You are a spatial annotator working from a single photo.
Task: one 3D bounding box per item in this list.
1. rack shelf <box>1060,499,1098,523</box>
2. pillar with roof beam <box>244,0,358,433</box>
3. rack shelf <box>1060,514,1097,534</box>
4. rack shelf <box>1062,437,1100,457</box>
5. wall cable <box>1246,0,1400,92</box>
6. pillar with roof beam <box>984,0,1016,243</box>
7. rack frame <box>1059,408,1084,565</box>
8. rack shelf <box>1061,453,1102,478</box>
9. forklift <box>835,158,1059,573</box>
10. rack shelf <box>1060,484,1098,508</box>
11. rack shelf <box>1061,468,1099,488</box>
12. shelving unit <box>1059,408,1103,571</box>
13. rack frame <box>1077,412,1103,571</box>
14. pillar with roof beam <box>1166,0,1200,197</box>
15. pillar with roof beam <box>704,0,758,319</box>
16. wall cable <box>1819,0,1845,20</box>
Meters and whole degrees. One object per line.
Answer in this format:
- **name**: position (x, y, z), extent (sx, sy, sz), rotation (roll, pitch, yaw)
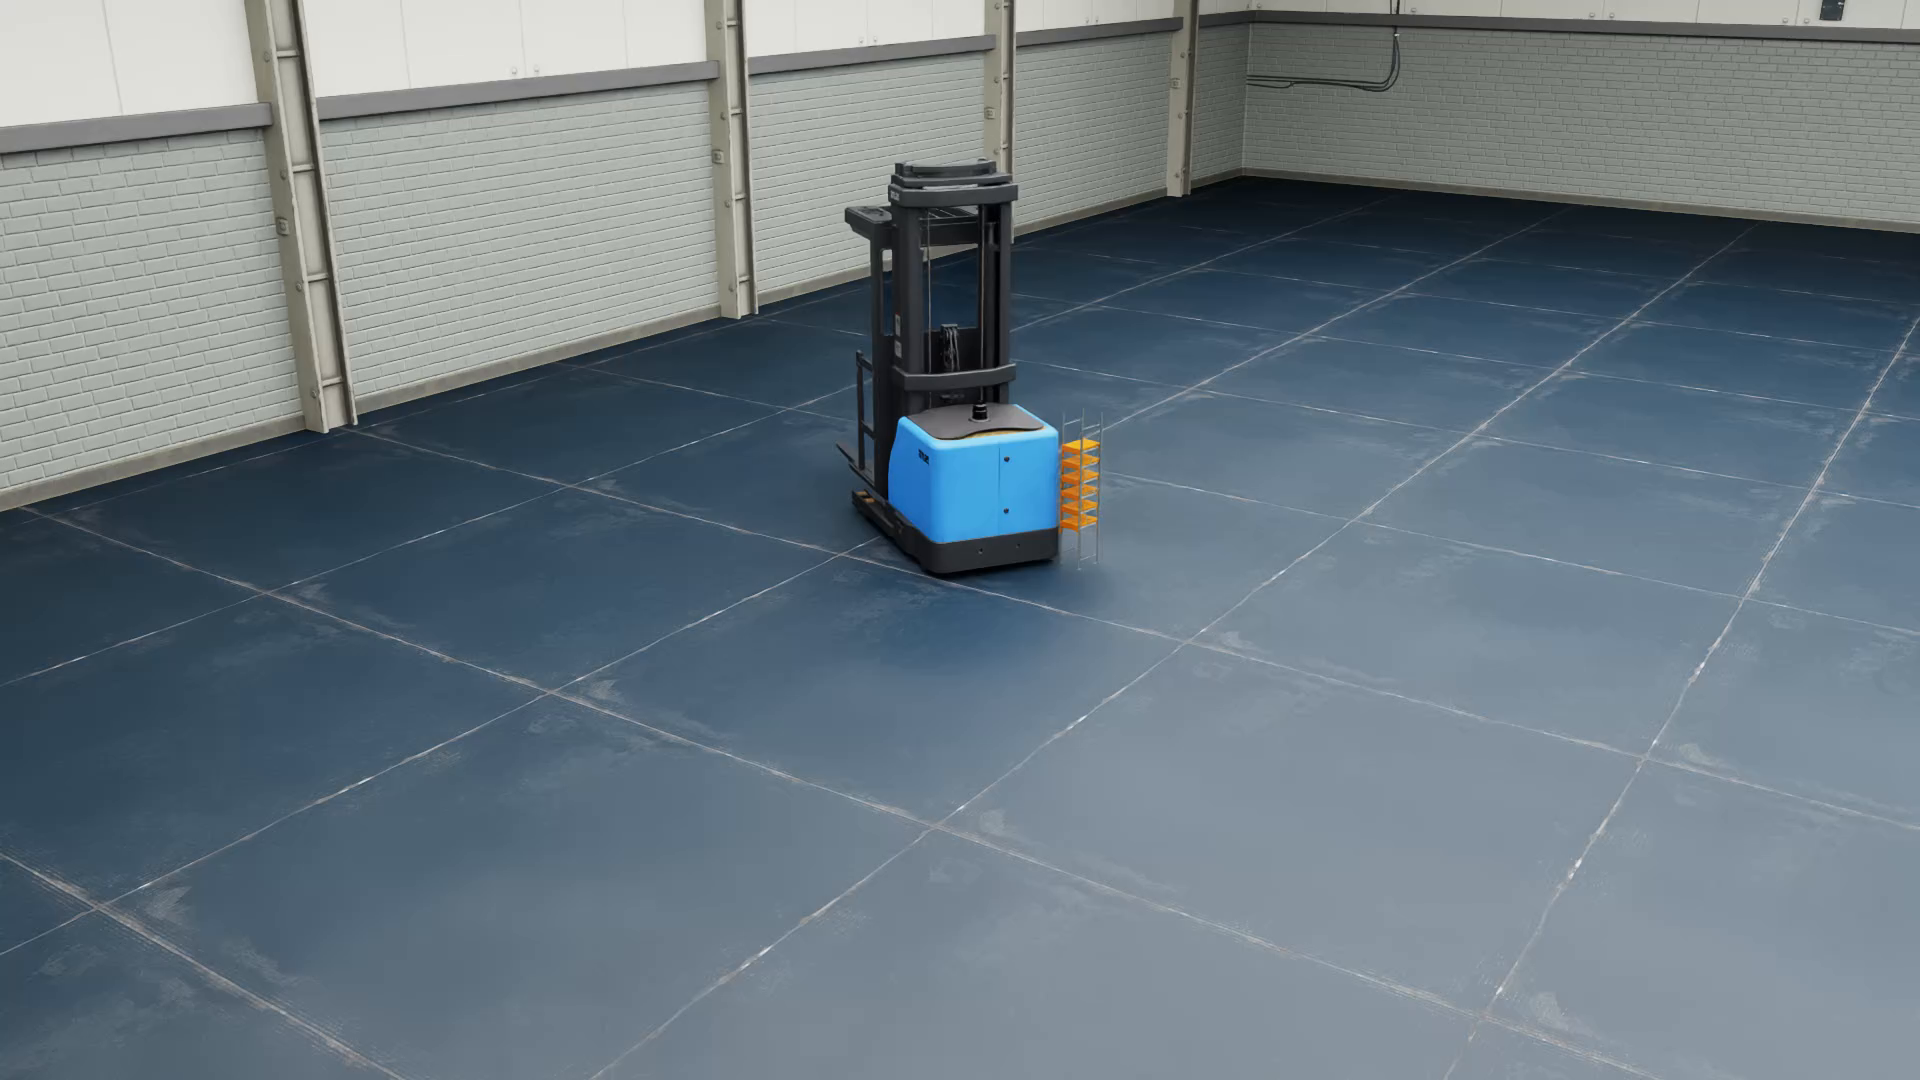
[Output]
- **rack shelf**: position (0.912, -0.226, 12.620), extent (0.180, 0.103, 0.258), rotation (19, 28, 41)
- **pillar with roof beam**: position (-2.594, -4.497, 12.451), extent (9.100, 9.000, 0.400), rotation (13, 24, 32)
- **rack shelf**: position (0.912, -0.113, 12.662), extent (0.180, 0.103, 0.258), rotation (19, 28, 41)
- **rack shelf**: position (0.912, -0.676, 12.454), extent (0.180, 0.103, 0.258), rotation (19, 28, 41)
- **wall cable**: position (6.714, -9.632, 30.810), extent (3.097, 2.526, 0.112), rotation (13, 24, 32)
- **pillar with roof beam**: position (4.152, -7.940, 21.760), extent (9.100, 9.000, 0.400), rotation (13, 24, 32)
- **rack frame**: position (0.847, -0.403, 12.624), extent (0.006, 1.200, 0.240), rotation (19, 28, 41)
- **rack shelf**: position (0.912, -0.564, 12.495), extent (0.180, 0.103, 0.258), rotation (19, 28, 41)
- **forklift**: position (-0.257, -1.603, 13.375), extent (1.130, 2.935, 3.031), rotation (-8, 22, -20)
- **rack shelf**: position (0.912, -0.339, 12.579), extent (0.180, 0.103, 0.258), rotation (19, 28, 41)
- **rack shelf**: position (0.912, -0.451, 12.537), extent (0.180, 0.103, 0.258), rotation (19, 28, 41)
- **shelving unit**: position (0.912, -0.380, 12.563), extent (0.189, 1.200, 0.258), rotation (19, 28, 41)
- **rack frame**: position (0.977, -0.358, 12.503), extent (0.006, 1.200, 0.240), rotation (19, 28, 41)
- **pillar with roof beam**: position (7.525, -9.662, 26.414), extent (9.100, 9.000, 0.400), rotation (13, 24, 32)
- **pillar with roof beam**: position (0.779, -6.219, 17.106), extent (9.100, 9.000, 0.400), rotation (13, 24, 32)
- **wall cable**: position (14.557, -10.828, 24.664), extent (2.305, 6.003, 0.169), rotation (13, 24, 32)
